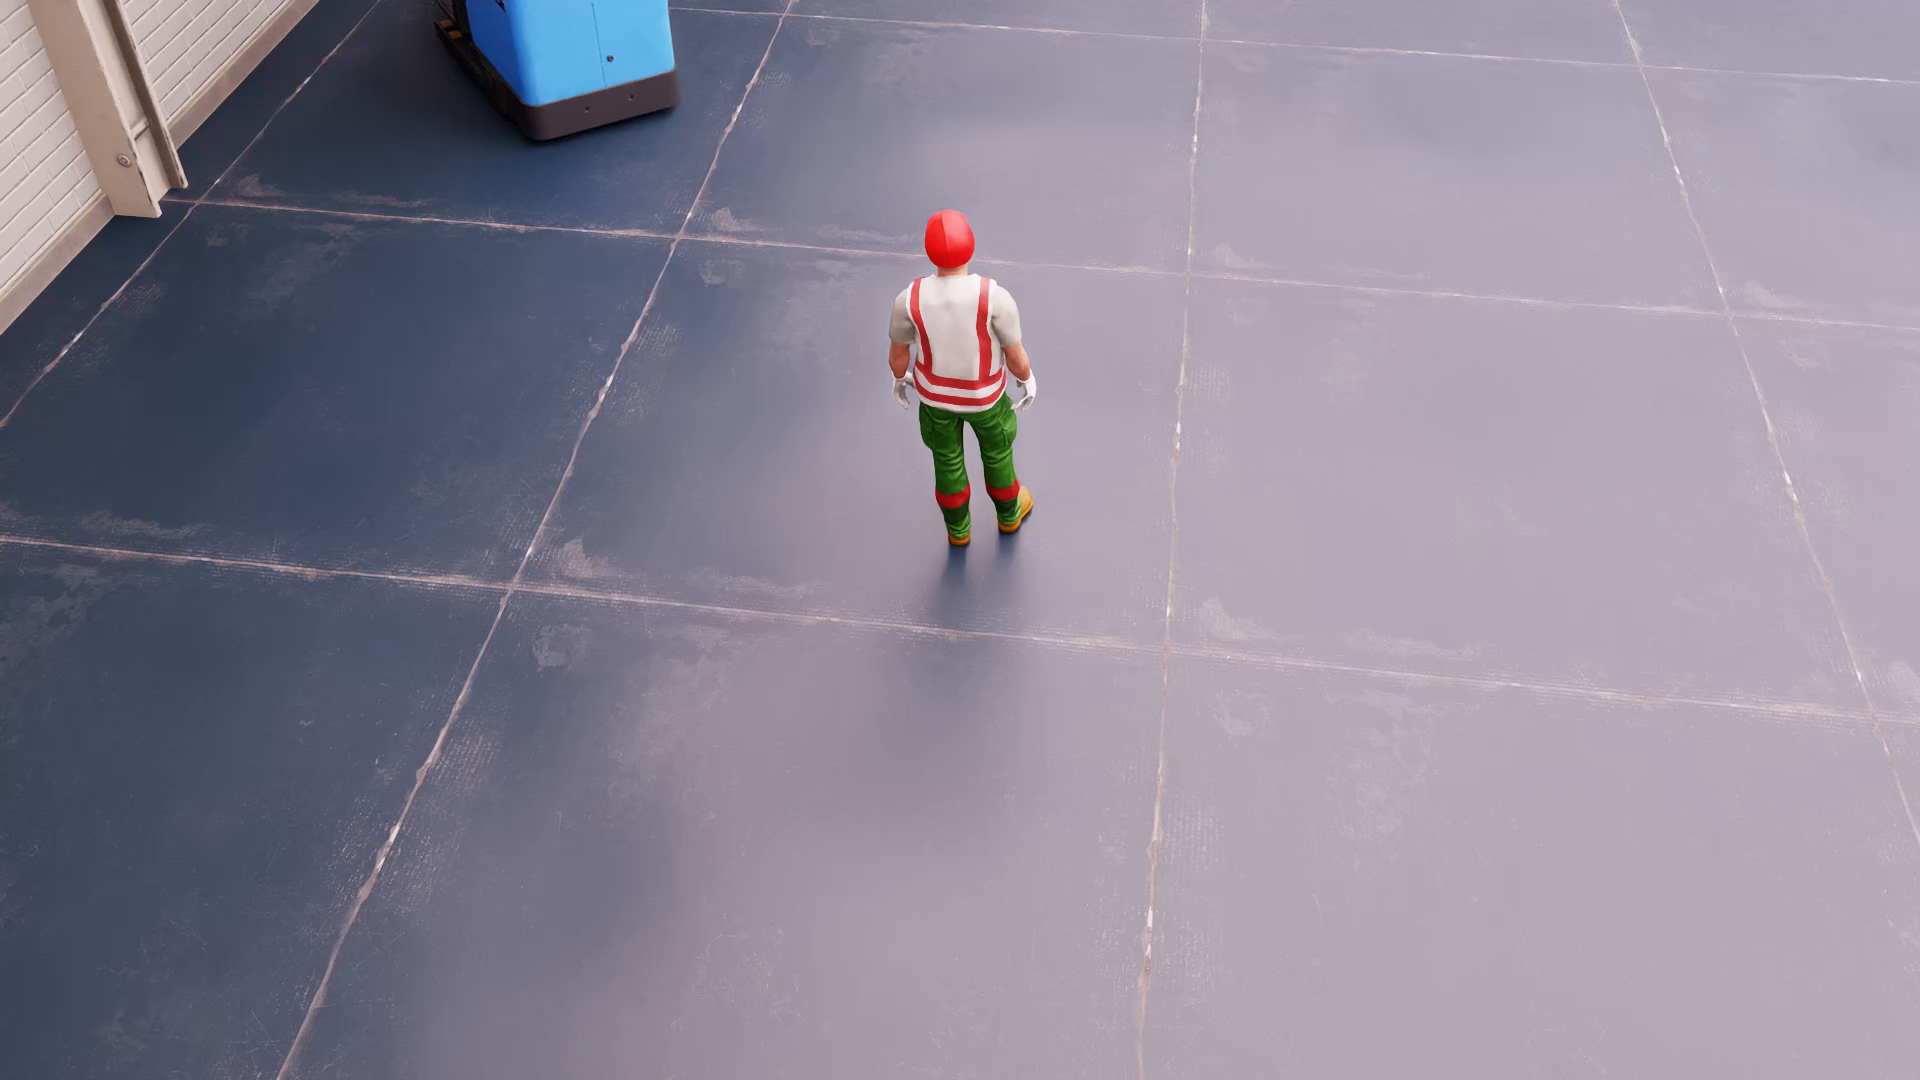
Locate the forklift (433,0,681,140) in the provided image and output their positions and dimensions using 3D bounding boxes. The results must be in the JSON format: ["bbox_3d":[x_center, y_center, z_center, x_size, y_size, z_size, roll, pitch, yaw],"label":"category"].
[{"bbox_3d":[-3.022,-4.593,10.724,1.130,2.935,3.031,-22,47,-22],"label":"forklift"}]

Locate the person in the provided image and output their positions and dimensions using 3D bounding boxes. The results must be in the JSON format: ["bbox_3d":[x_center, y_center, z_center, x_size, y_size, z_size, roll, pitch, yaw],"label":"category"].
[{"bbox_3d":[0.023,-0.717,7.338,0.637,1.787,0.564,5,43,6],"label":"person"}]
